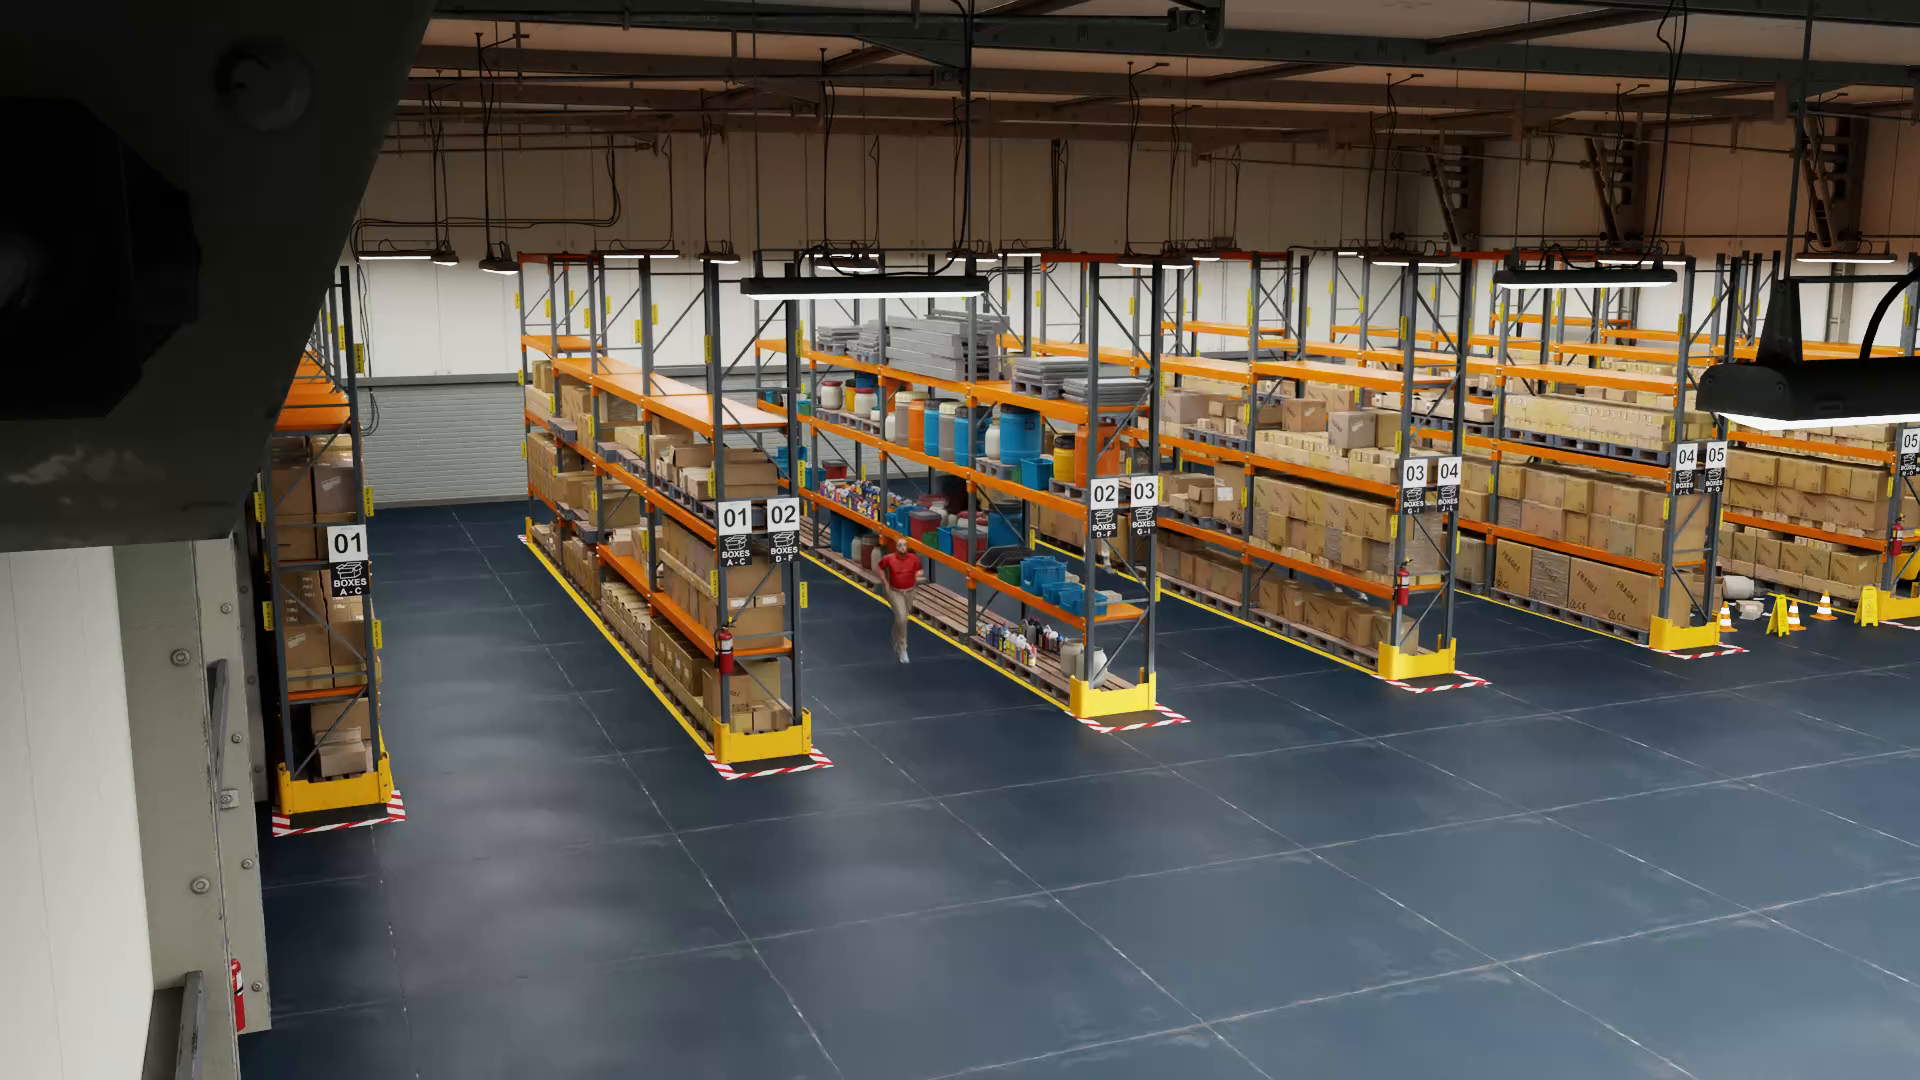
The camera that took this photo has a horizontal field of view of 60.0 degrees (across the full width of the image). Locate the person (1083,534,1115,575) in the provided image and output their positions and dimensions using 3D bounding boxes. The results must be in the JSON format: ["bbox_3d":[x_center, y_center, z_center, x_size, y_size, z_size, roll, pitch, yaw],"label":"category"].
[{"bbox_3d":[2.511,-0.316,30.034,0.645,1.831,0.842,-5,12,-28],"label":"person"}]

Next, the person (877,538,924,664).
[{"bbox_3d":[-0.835,0.844,24.329,0.629,1.802,0.785,-5,12,-26],"label":"person"}]

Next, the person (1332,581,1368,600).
[{"bbox_3d":[6.913,0.180,29.391,0.564,1.737,0.780,-6,12,-31],"label":"person"}]
